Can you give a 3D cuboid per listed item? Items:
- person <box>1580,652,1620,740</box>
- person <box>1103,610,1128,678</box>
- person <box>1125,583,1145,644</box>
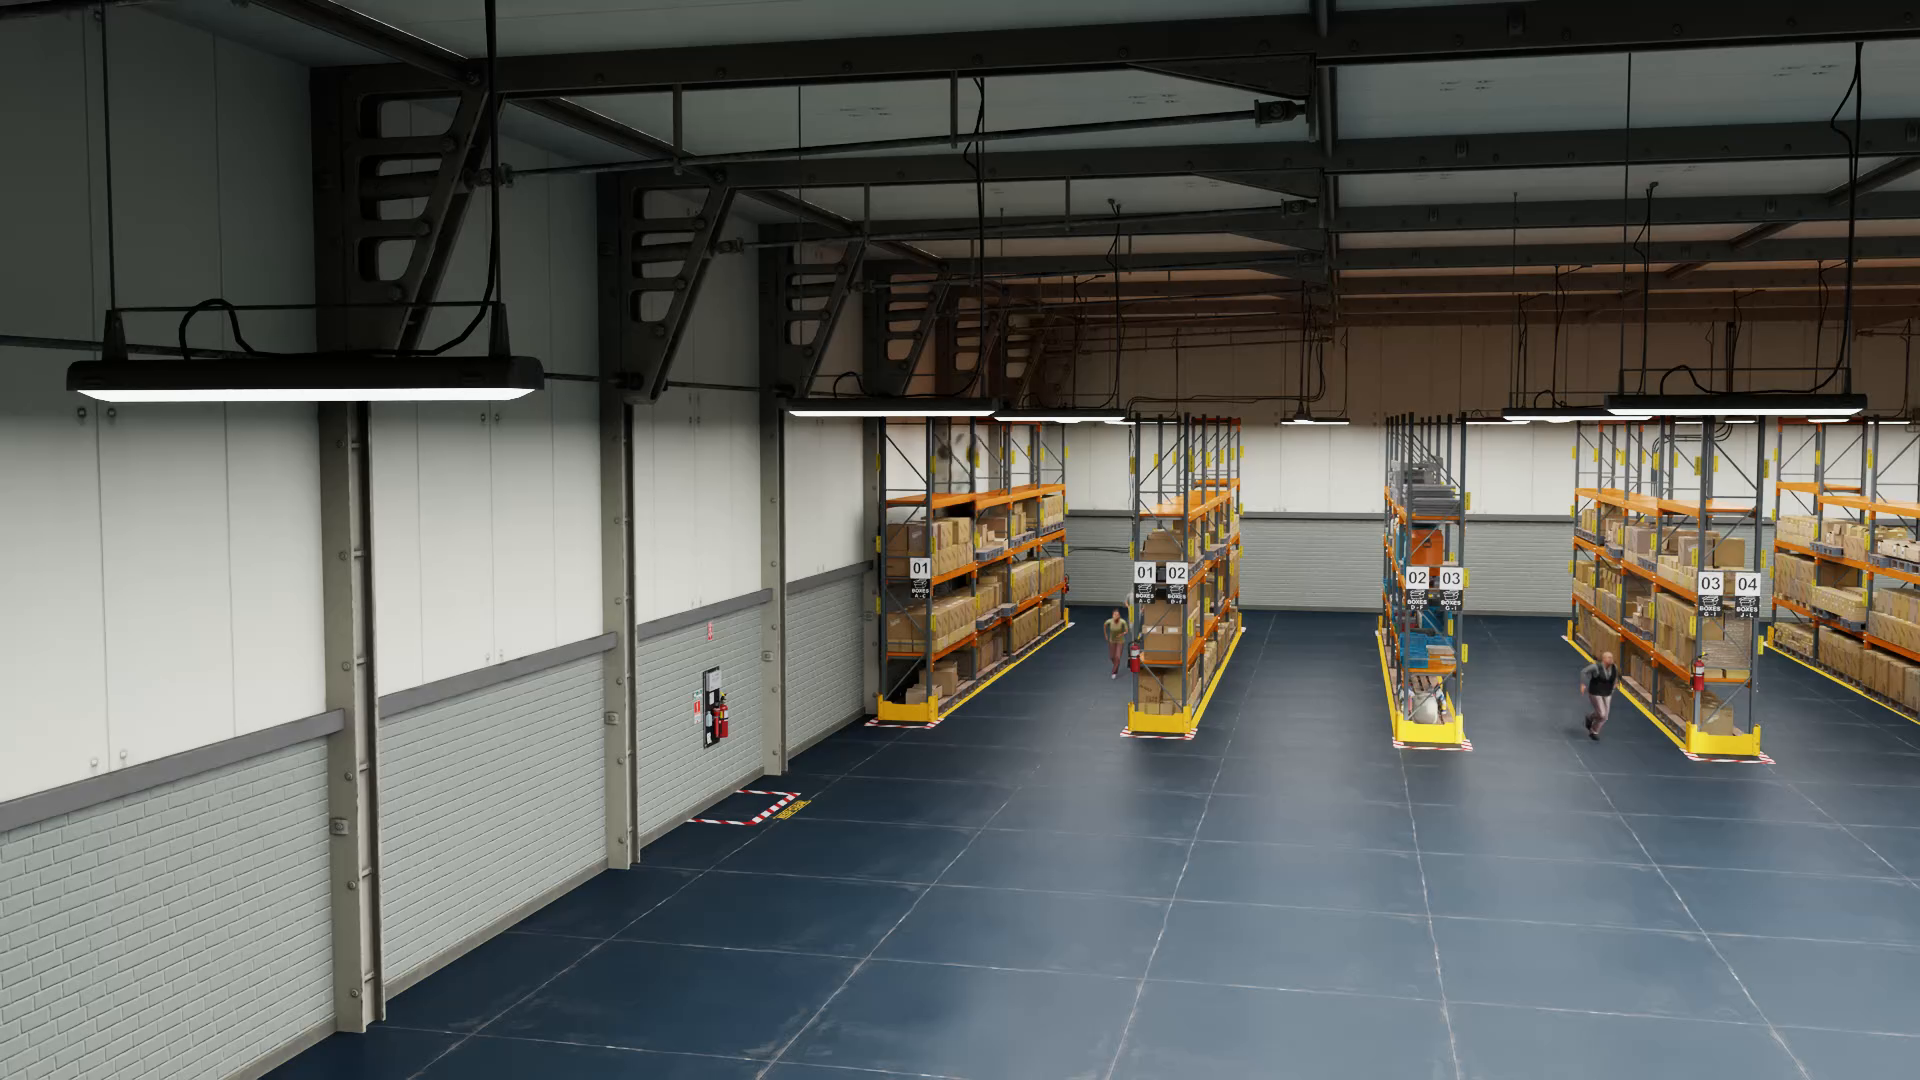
[{"bbox_3d":[11.734,2.854,30.397,0.647,1.650,0.715,-1,4,-15],"label":"person"},{"bbox_3d":[3.562,2.369,37.992,0.570,1.597,0.672,0,4,5],"label":"person"},{"bbox_3d":[4.626,1.944,43.951,0.564,1.629,0.566,1,4,19],"label":"person"}]
